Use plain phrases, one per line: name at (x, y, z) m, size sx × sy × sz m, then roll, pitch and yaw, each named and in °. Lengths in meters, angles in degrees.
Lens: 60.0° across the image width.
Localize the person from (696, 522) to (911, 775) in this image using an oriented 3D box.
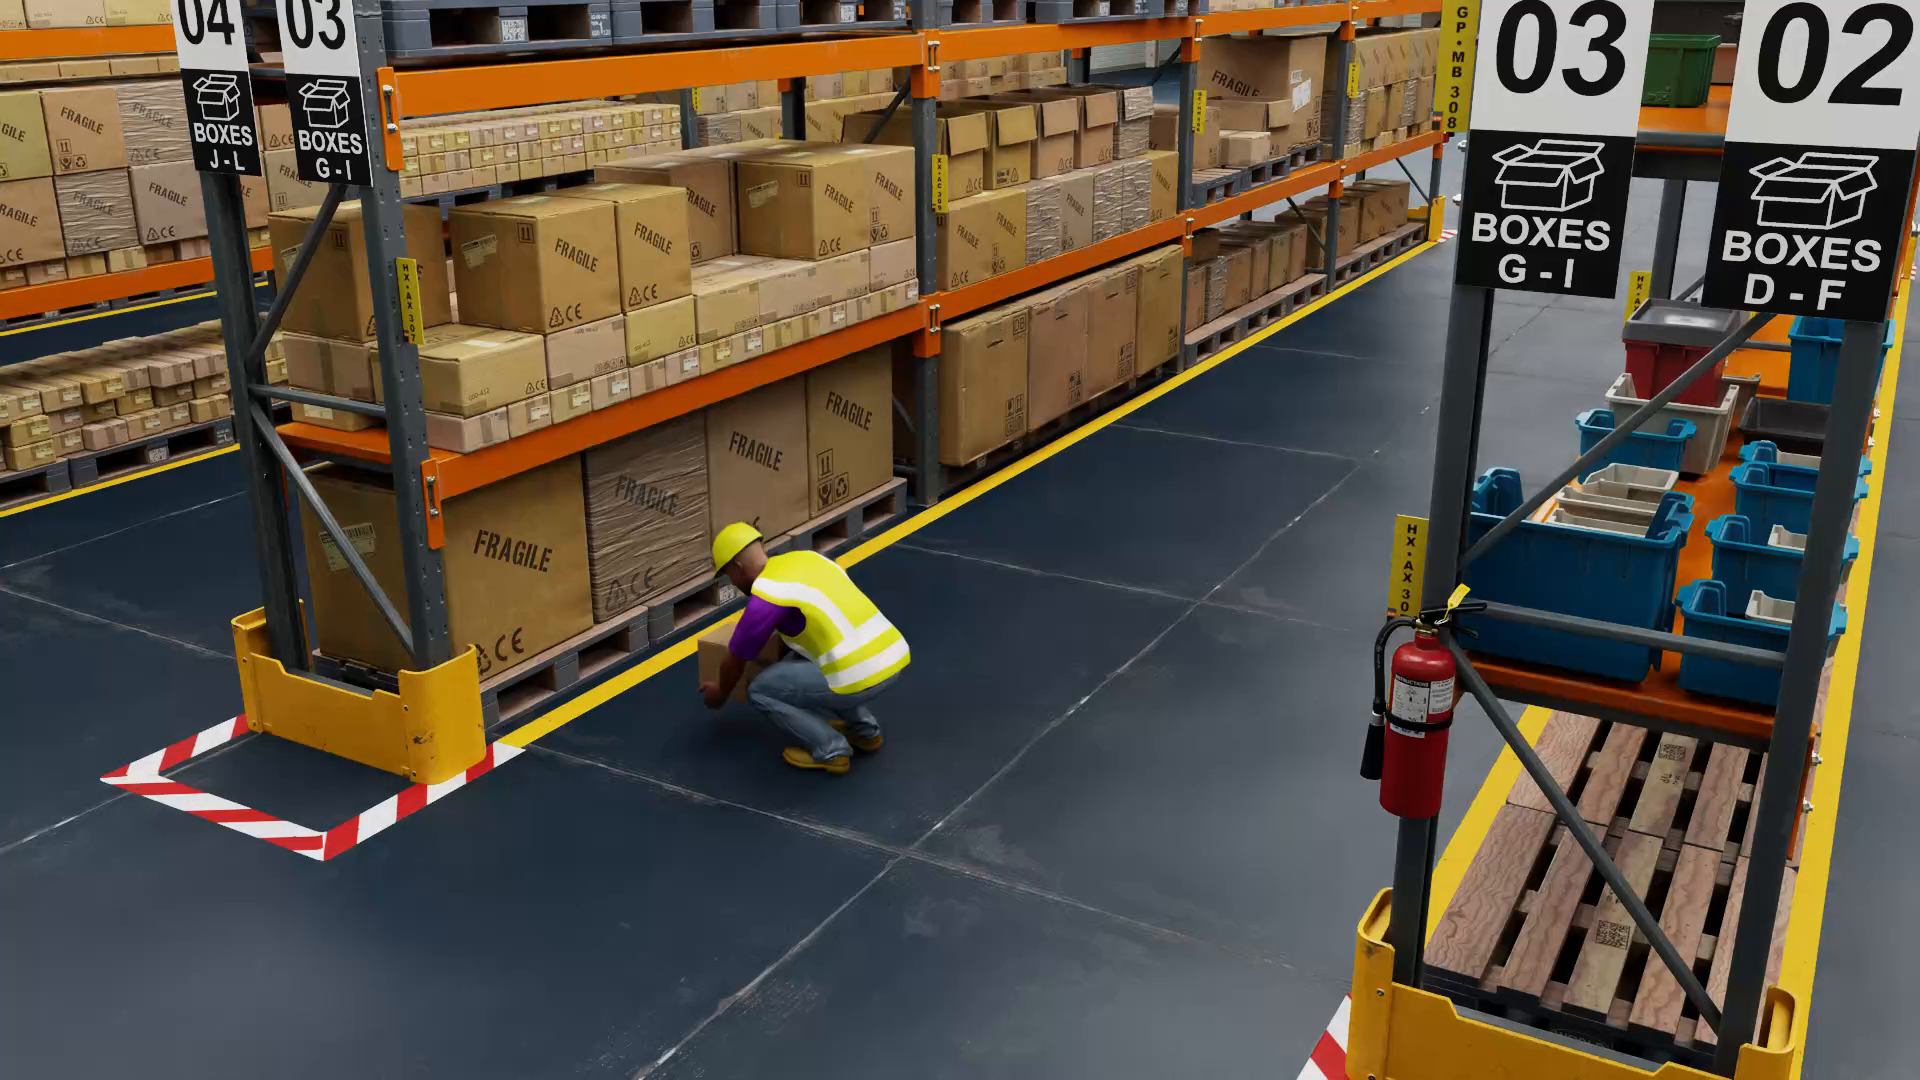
person at (-0.671, 0.433, 6.974) m, size 0.898 × 0.995 × 0.586 m, roll 11°, pitch 22°, yaw 28°
